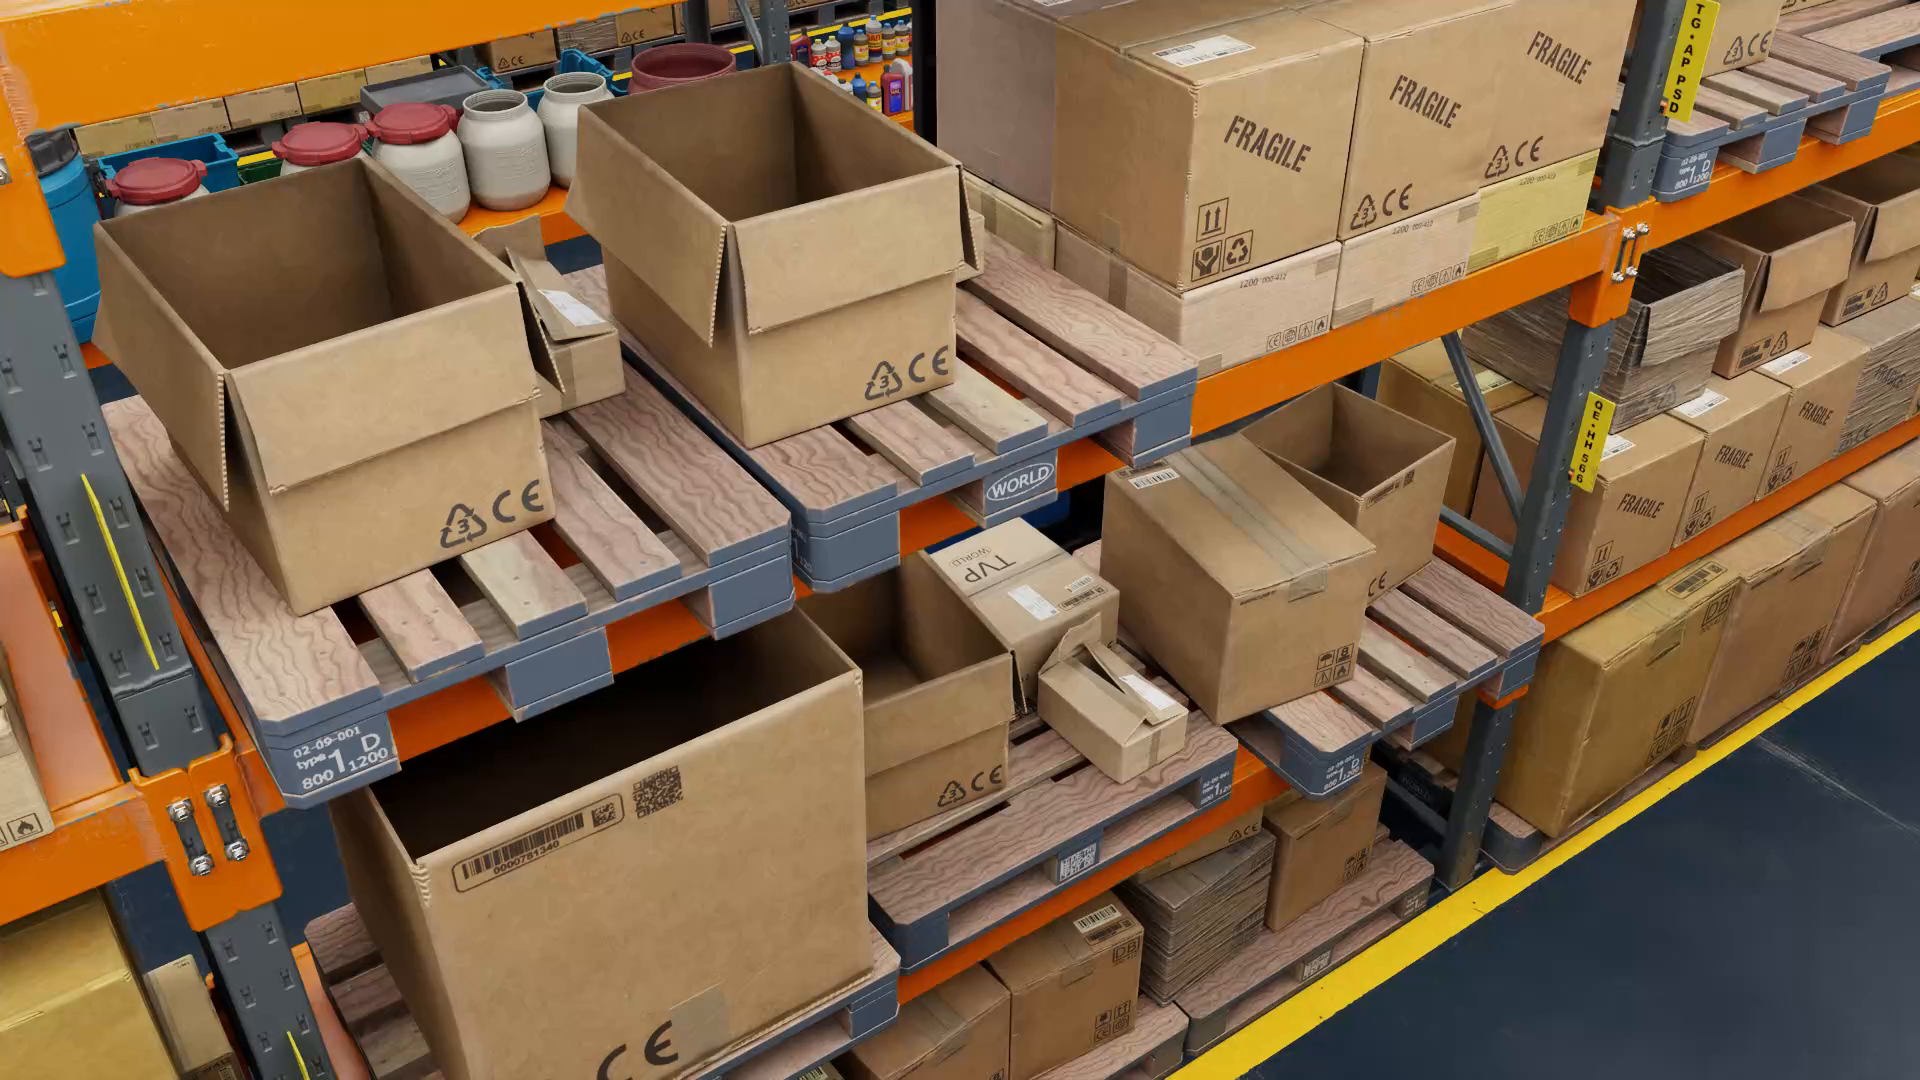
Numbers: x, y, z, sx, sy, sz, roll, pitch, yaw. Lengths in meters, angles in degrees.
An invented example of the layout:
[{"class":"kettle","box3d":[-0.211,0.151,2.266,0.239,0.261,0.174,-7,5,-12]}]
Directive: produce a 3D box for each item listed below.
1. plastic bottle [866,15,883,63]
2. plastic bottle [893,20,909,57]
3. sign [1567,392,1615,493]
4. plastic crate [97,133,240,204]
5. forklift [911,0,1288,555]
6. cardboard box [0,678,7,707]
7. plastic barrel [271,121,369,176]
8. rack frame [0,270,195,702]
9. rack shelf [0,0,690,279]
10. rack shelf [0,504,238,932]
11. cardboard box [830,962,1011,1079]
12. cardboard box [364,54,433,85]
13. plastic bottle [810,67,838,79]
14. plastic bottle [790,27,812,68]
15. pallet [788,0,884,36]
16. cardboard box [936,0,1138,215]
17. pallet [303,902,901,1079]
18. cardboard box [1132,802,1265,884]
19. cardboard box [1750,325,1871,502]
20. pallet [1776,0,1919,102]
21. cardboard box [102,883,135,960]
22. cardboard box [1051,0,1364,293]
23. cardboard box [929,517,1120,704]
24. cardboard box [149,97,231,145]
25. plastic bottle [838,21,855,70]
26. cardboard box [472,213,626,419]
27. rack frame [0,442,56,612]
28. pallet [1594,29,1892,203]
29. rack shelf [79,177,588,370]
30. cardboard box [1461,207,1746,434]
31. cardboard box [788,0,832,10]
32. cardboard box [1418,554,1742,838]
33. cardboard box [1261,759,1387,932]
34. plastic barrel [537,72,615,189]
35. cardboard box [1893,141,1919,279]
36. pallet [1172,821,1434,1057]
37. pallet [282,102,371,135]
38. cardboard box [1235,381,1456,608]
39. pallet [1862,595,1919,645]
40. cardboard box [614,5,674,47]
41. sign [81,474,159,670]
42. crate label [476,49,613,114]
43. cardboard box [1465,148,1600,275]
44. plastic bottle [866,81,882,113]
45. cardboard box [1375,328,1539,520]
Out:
[{"class":"plastic bottle","box3d":[-0.516,-3.011,9.978,0.097,0.271,0.097,0,36,0]},{"class":"plastic bottle","box3d":[-0.357,-3.048,10.089,0.097,0.201,0.097,0,36,0]},{"class":"sign","box3d":[1.961,-0.303,5.179,0.005,0.325,0.100,-22,41,-28]},{"class":"plastic crate","box3d":[-3.760,-1.653,7.992,0.575,0.384,0.392,-22,41,-28]},{"class":"forklift","box3d":[0.603,-1.452,7.759,3.031,2.935,1.130,-22,41,-27]},{"class":"cardboard box","box3d":[-1.728,0.153,2.686,0.250,0.149,0.380,-21,41,-27]},{"class":"plastic barrel","box3d":[-2.974,-1.659,7.871,0.433,0.535,0.433,0,36,0]},{"class":"rack frame","box3d":[-1.629,-1.211,2.227,0.127,3.000,1.000,-22,41,-28]},{"class":"rack shelf","box3d":[0.006,-1.429,3.489,4.000,0.370,1.077,-22,41,-28]},{"class":"rack shelf","box3d":[-3.264,0.971,2.378,4.000,0.370,1.077,-22,41,-28]},{"class":"cardboard box","box3d":[-0.257,1.524,5.325,0.500,0.500,0.700,-26,43,-32]},{"class":"cardboard box","box3d":[-4.352,-3.611,12.697,0.500,0.250,0.500,-21,41,-27]},{"class":"plastic bottle","box3d":[-0.760,-2.498,9.261,0.135,0.276,0.152,-22,41,-28]},{"class":"plastic bottle","box3d":[-0.939,-2.855,9.750,0.133,0.283,0.061,-22,41,-28]},{"class":"pallet","box3d":[-1.436,-4.772,14.704,1.213,0.211,1.003,-22,41,-28]},{"class":"cardboard box","box3d":[0.285,-1.206,4.275,0.500,0.500,0.500,-24,42,-29]},{"class":"pallet","box3d":[-0.920,1.115,4.296,1.213,0.211,1.003,-22,41,-28]},{"class":"cardboard box","box3d":[0.683,0.834,5.644,0.500,0.250,0.500,-18,39,-23]},{"class":"cardboard box","box3d":[3.032,-0.544,6.352,0.500,0.500,0.500,-23,42,-29]},{"class":"pallet","box3d":[3.049,-1.882,5.890,1.213,0.211,1.003,-20,40,-26]},{"class":"cardboard box","box3d":[-2.143,0.687,3.529,0.500,0.500,0.500,-22,41,-28]},{"class":"cardboard box","box3d":[0.568,-0.966,3.941,0.500,0.500,0.500,-22,41,-27]},{"class":"cardboard box","box3d":[0.138,0.223,5.139,0.500,0.250,0.500,-24,42,-29]},{"class":"cardboard box","box3d":[-5.603,-3.094,11.978,0.500,0.250,0.500,-22,41,-27]},{"class":"plastic bottle","box3d":[-0.675,-2.946,9.887,0.097,0.271,0.097,0,36,0]},{"class":"cardboard box","box3d":[-0.918,-0.473,3.525,0.258,0.266,0.396,-21,41,-26]},{"class":"rack frame","box3d":[-4.482,-1.140,7.265,0.127,3.000,1.000,-22,41,-28]},{"class":"pallet","box3d":[2.137,-1.504,5.365,1.003,0.211,1.213,-20,40,-26]},{"class":"rack shelf","box3d":[-2.847,-1.520,8.411,4.000,0.370,1.077,-22,41,-28]},{"class":"cardboard box","box3d":[2.248,-0.807,5.858,0.637,0.503,0.797,-21,41,-26]},{"class":"cardboard box","box3d":[-1.440,-4.894,14.250,0.500,0.500,0.500,-22,41,-28]},{"class":"cardboard box","box3d":[2.217,0.349,6.656,0.875,0.875,1.225,-24,42,-30]},{"class":"cardboard box","box3d":[1.105,0.950,6.124,0.500,0.500,0.700,-25,42,-30]},{"class":"plastic barrel","box3d":[-1.930,-2.082,8.481,0.421,0.512,0.421,0,36,0]},{"class":"cardboard box","box3d":[3.825,-1.470,6.780,0.637,0.503,0.797,-22,41,-27]},{"class":"pallet","box3d":[1.001,1.273,6.299,1.213,0.211,1.003,-22,41,-28]},{"class":"pallet","box3d":[-4.758,-3.460,12.880,1.213,0.211,1.003,-22,41,-28]},{"class":"cardboard box","box3d":[1.222,-0.131,5.418,0.500,0.500,0.500,-28,44,-33]},{"class":"pallet","box3d":[4.323,-0.039,8.123,1.213,0.211,1.003,-22,41,-28]},{"class":"cardboard box","box3d":[-2.689,-4.376,13.529,0.500,0.500,0.500,-23,42,-28]},{"class":"sign","box3d":[-1.310,0.053,2.595,0.005,0.325,0.100,-22,41,-28]},{"class":"crate label","box3d":[-2.180,-2.294,8.841,0.616,0.435,0.502,-22,41,-28]},{"class":"cardboard box","box3d":[1.393,-1.001,4.632,0.500,0.250,0.500,-22,41,-28]},{"class":"plastic bottle","box3d":[-0.482,-2.454,9.264,0.097,0.201,0.097,0,36,0]},{"class":"cardboard box","box3d":[1.901,-0.446,6.215,0.500,0.500,0.500,-21,41,-27]}]
